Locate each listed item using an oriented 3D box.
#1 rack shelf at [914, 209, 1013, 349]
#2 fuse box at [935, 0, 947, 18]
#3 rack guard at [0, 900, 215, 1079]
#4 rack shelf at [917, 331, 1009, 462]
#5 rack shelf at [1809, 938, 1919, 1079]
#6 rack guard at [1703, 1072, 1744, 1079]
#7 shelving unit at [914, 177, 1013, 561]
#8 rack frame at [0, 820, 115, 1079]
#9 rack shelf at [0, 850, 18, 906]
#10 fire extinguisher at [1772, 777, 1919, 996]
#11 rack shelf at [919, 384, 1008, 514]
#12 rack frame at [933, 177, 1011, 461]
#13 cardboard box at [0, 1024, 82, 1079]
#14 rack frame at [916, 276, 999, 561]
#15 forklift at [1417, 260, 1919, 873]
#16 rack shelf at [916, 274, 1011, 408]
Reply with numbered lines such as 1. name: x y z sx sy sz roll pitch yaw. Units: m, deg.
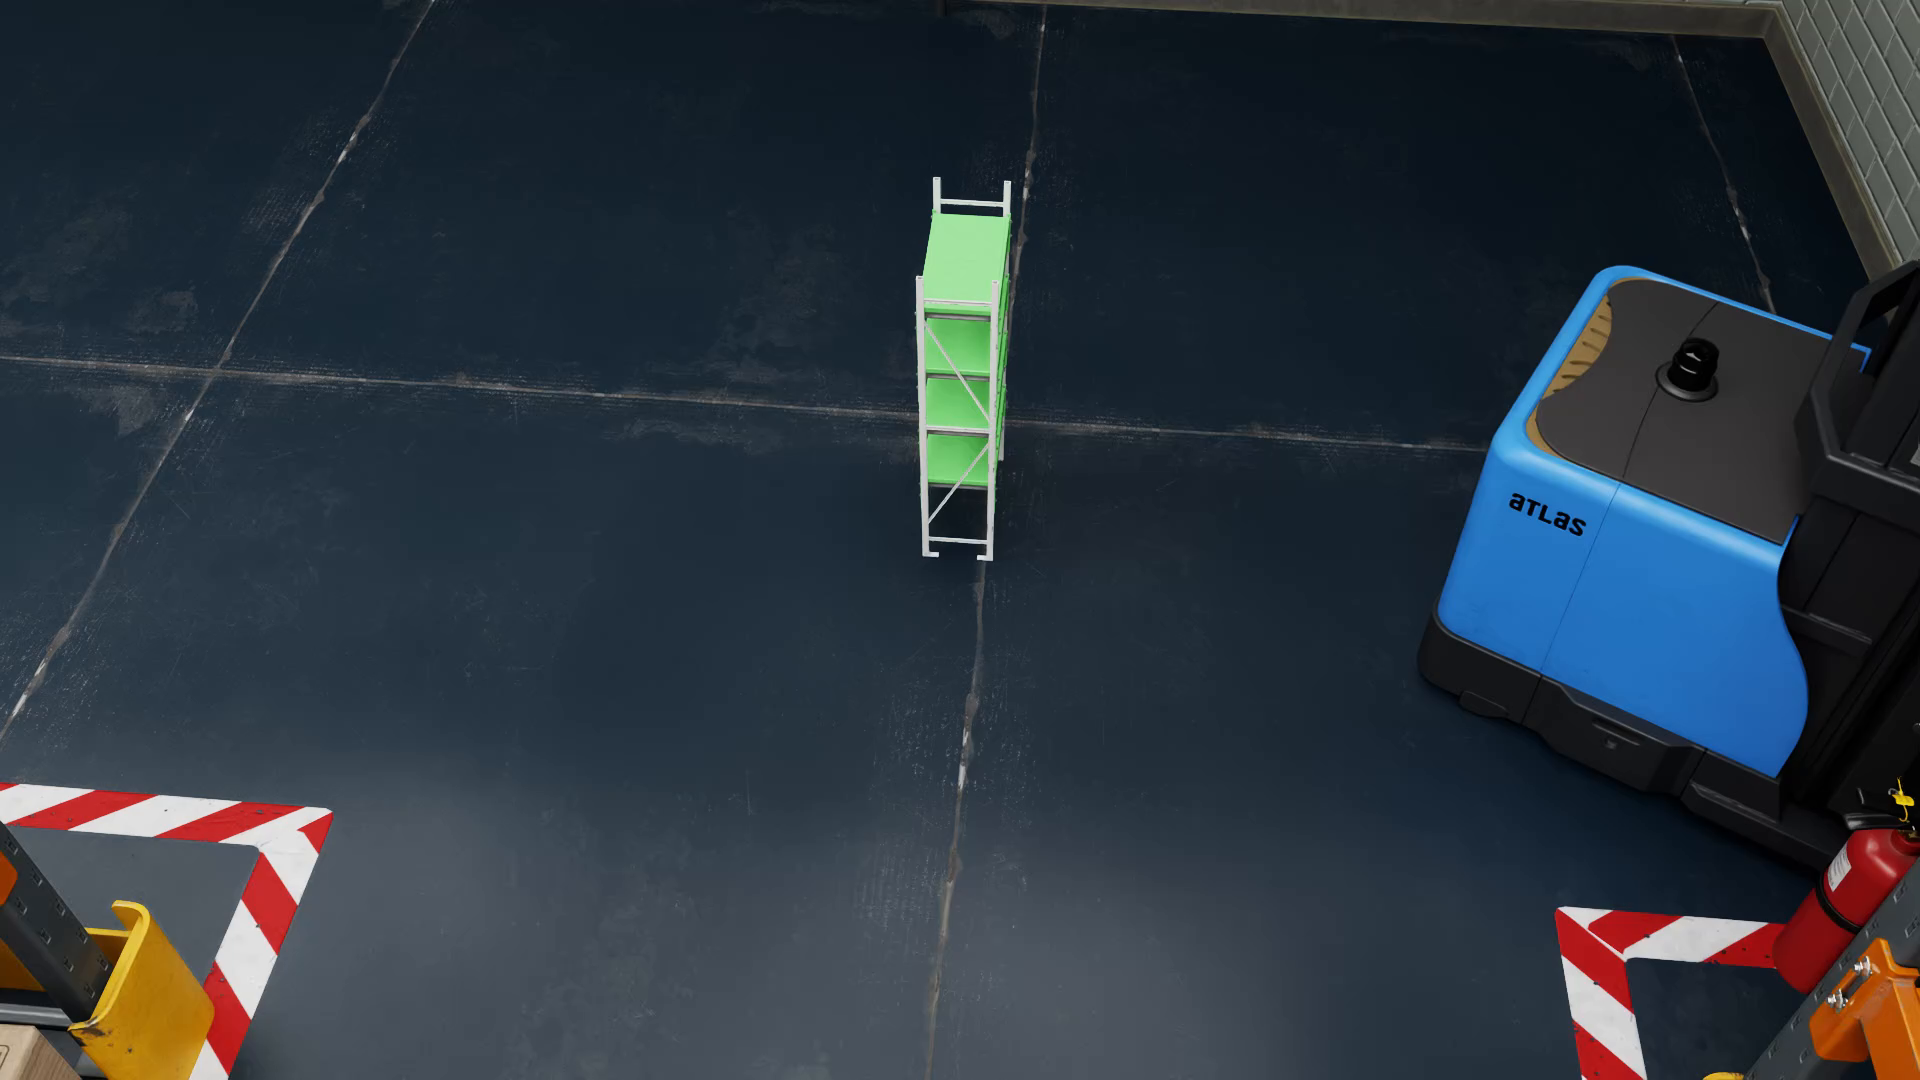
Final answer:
1. rack shelf: 0.015 -0.807 5.111 0.258 0.148 0.480 4 48 4
2. fuse box: -0.068 -3.106 7.431 0.539 1.711 0.414 4 48 4
3. rack guard: -2.635 1.182 4.330 1.175 0.500 0.348 4 48 4
4. rack shelf: 0.015 -0.483 5.466 0.258 0.148 0.480 4 48 4
5. rack shelf: 2.124 2.400 2.010 1.077 0.370 4.000 4 48 4
6. rack guard: 2.299 1.587 3.960 1.175 0.500 0.348 4 48 4
7. shelving unit: 0.015 -0.527 5.419 0.258 1.200 0.503 4 48 4
8. rack frame: -2.637 0.356 3.391 1.000 3.000 0.127 4 48 4
9. rack shelf: -2.820 2.069 2.313 1.077 0.370 4.000 4 48 4
10. fire extinguisher: 1.859 0.700 3.382 0.296 0.674 0.183 4 48 4
11. rack shelf: 0.015 -0.321 5.643 0.258 0.148 0.480 4 48 4
12. rack frame: 0.037 -0.706 5.583 0.240 1.200 0.015 4 48 4
13. cardboard box: -2.598 1.571 3.732 0.875 0.438 0.875 2 48 2
14. rack frame: -0.007 -0.347 5.255 0.240 1.200 0.015 4 48 4
15. forklift: 2.968 -0.234 3.978 3.031 2.935 1.130 26 53 22
16. rack shelf: 0.015 -0.645 5.289 0.258 0.148 0.480 4 48 4
